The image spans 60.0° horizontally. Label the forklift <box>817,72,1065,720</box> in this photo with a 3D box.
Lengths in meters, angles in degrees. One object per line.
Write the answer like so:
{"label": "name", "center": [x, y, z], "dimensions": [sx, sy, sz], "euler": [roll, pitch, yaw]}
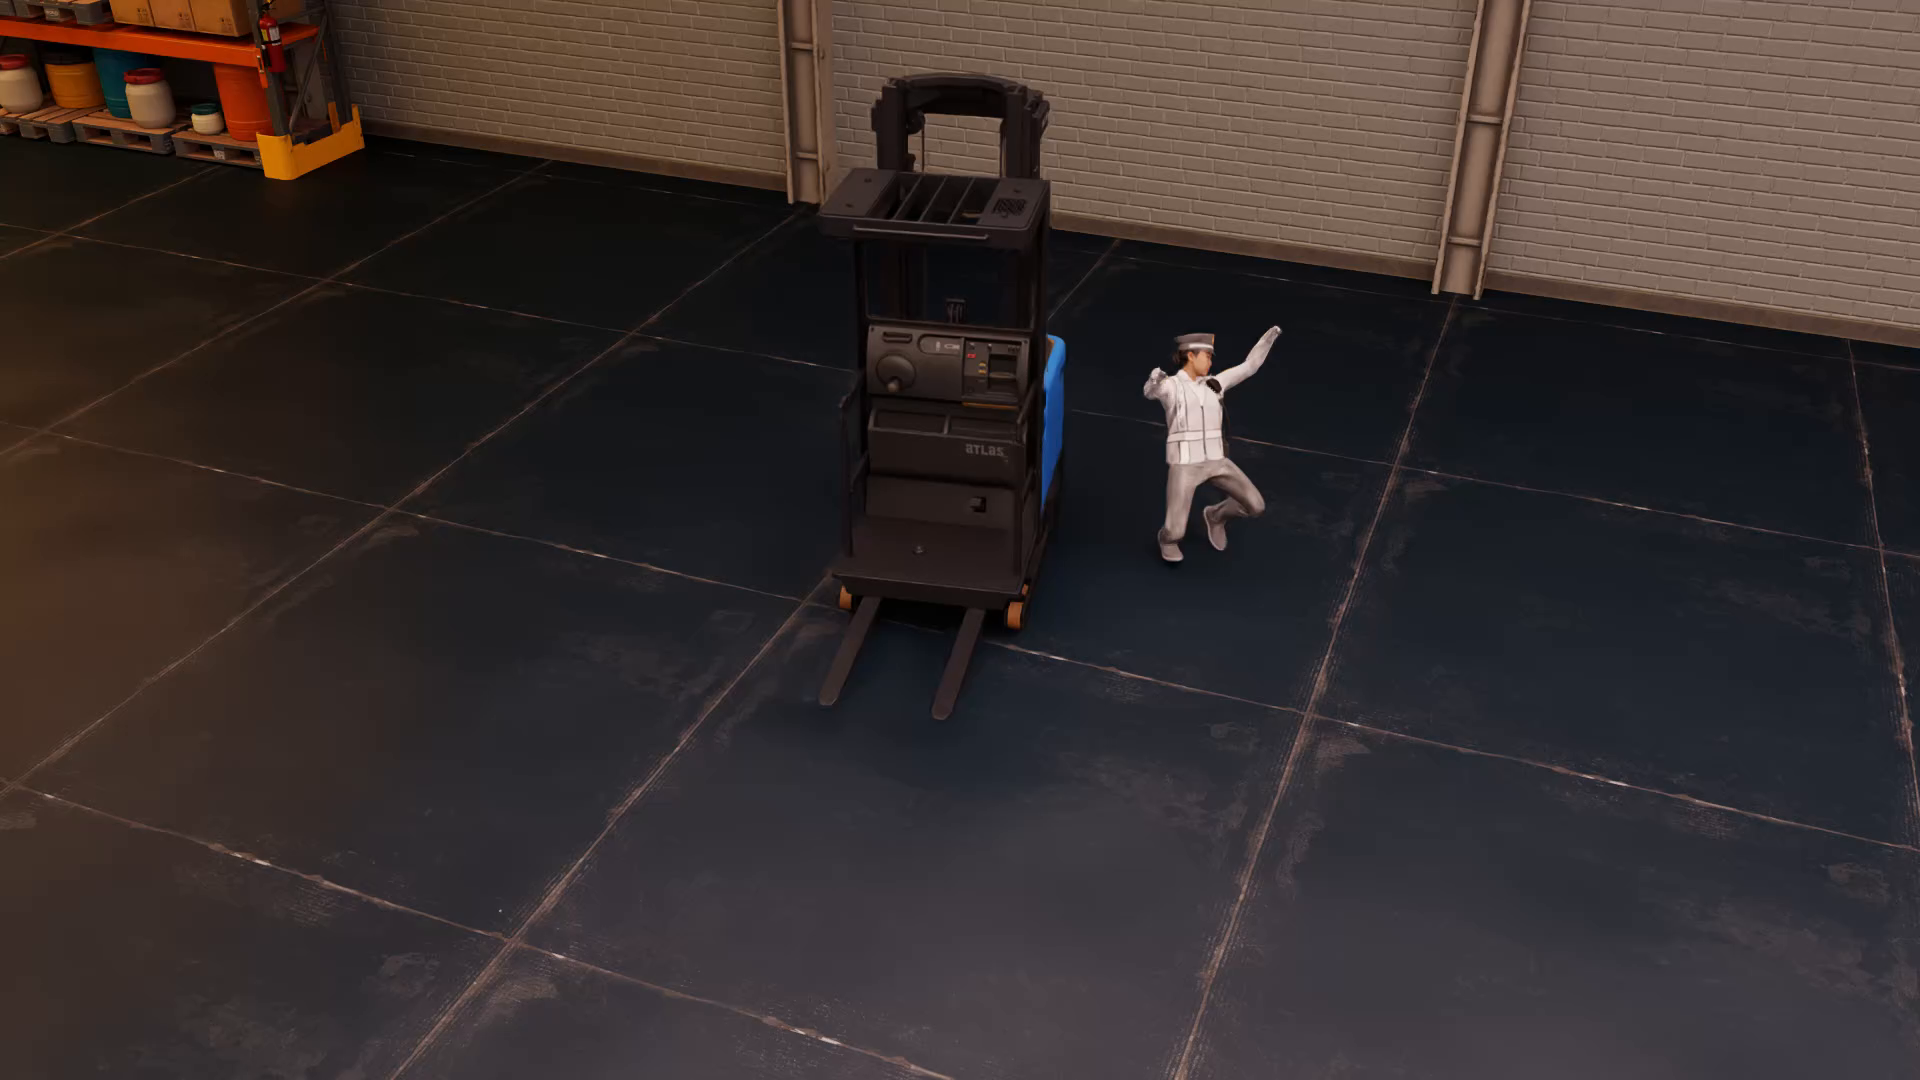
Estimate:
{"label": "forklift", "center": [-0.110, -0.942, 9.225], "dimensions": [1.130, 2.935, 3.031], "euler": [6, 32, 10]}

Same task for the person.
{"label": "person", "center": [1.368, -0.536, 9.981], "dimensions": [0.884, 1.443, 0.726], "euler": [-12, 33, -18]}
